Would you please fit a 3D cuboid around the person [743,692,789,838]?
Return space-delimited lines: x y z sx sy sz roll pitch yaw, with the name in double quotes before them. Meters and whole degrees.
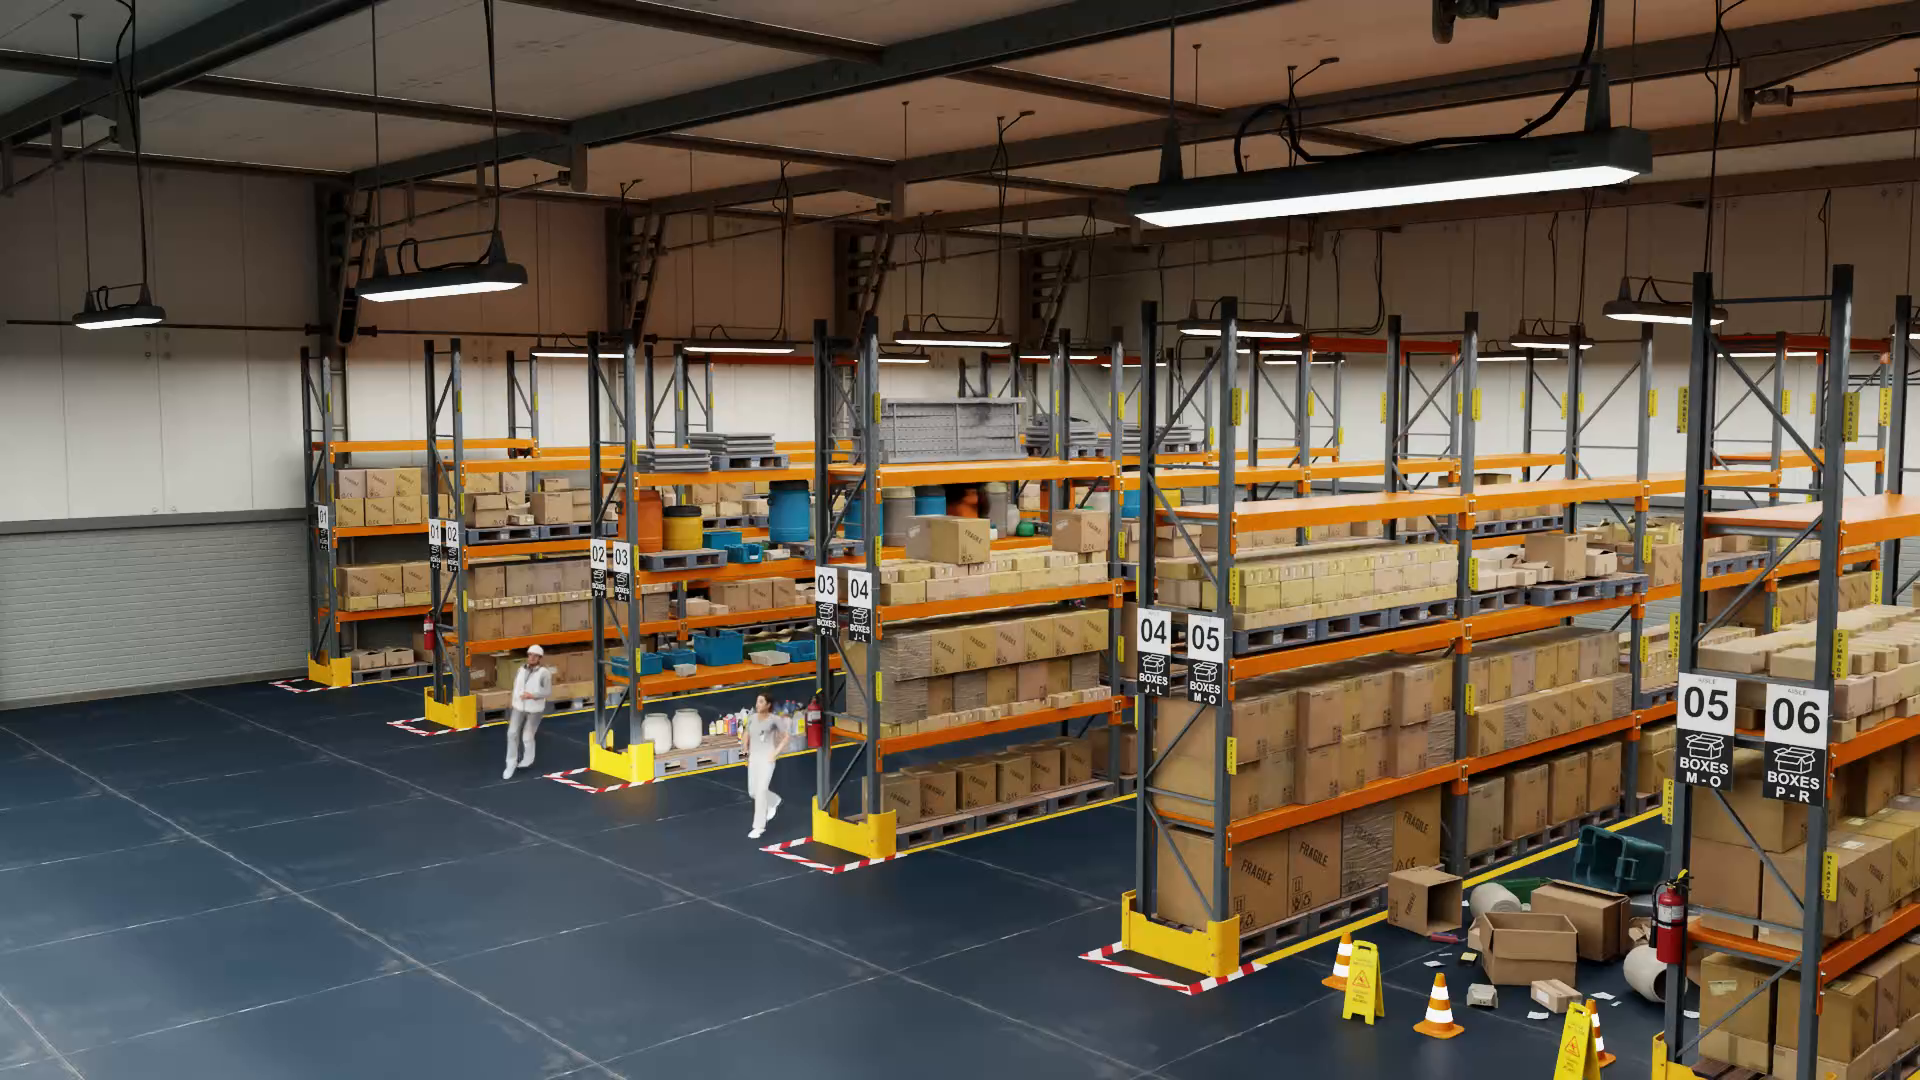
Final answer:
"person" -2.315 2.627 19.645 0.577 1.655 0.770 2 6 26

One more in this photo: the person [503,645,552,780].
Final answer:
"person" -5.836 2.300 22.554 0.644 1.761 0.776 0 5 5
